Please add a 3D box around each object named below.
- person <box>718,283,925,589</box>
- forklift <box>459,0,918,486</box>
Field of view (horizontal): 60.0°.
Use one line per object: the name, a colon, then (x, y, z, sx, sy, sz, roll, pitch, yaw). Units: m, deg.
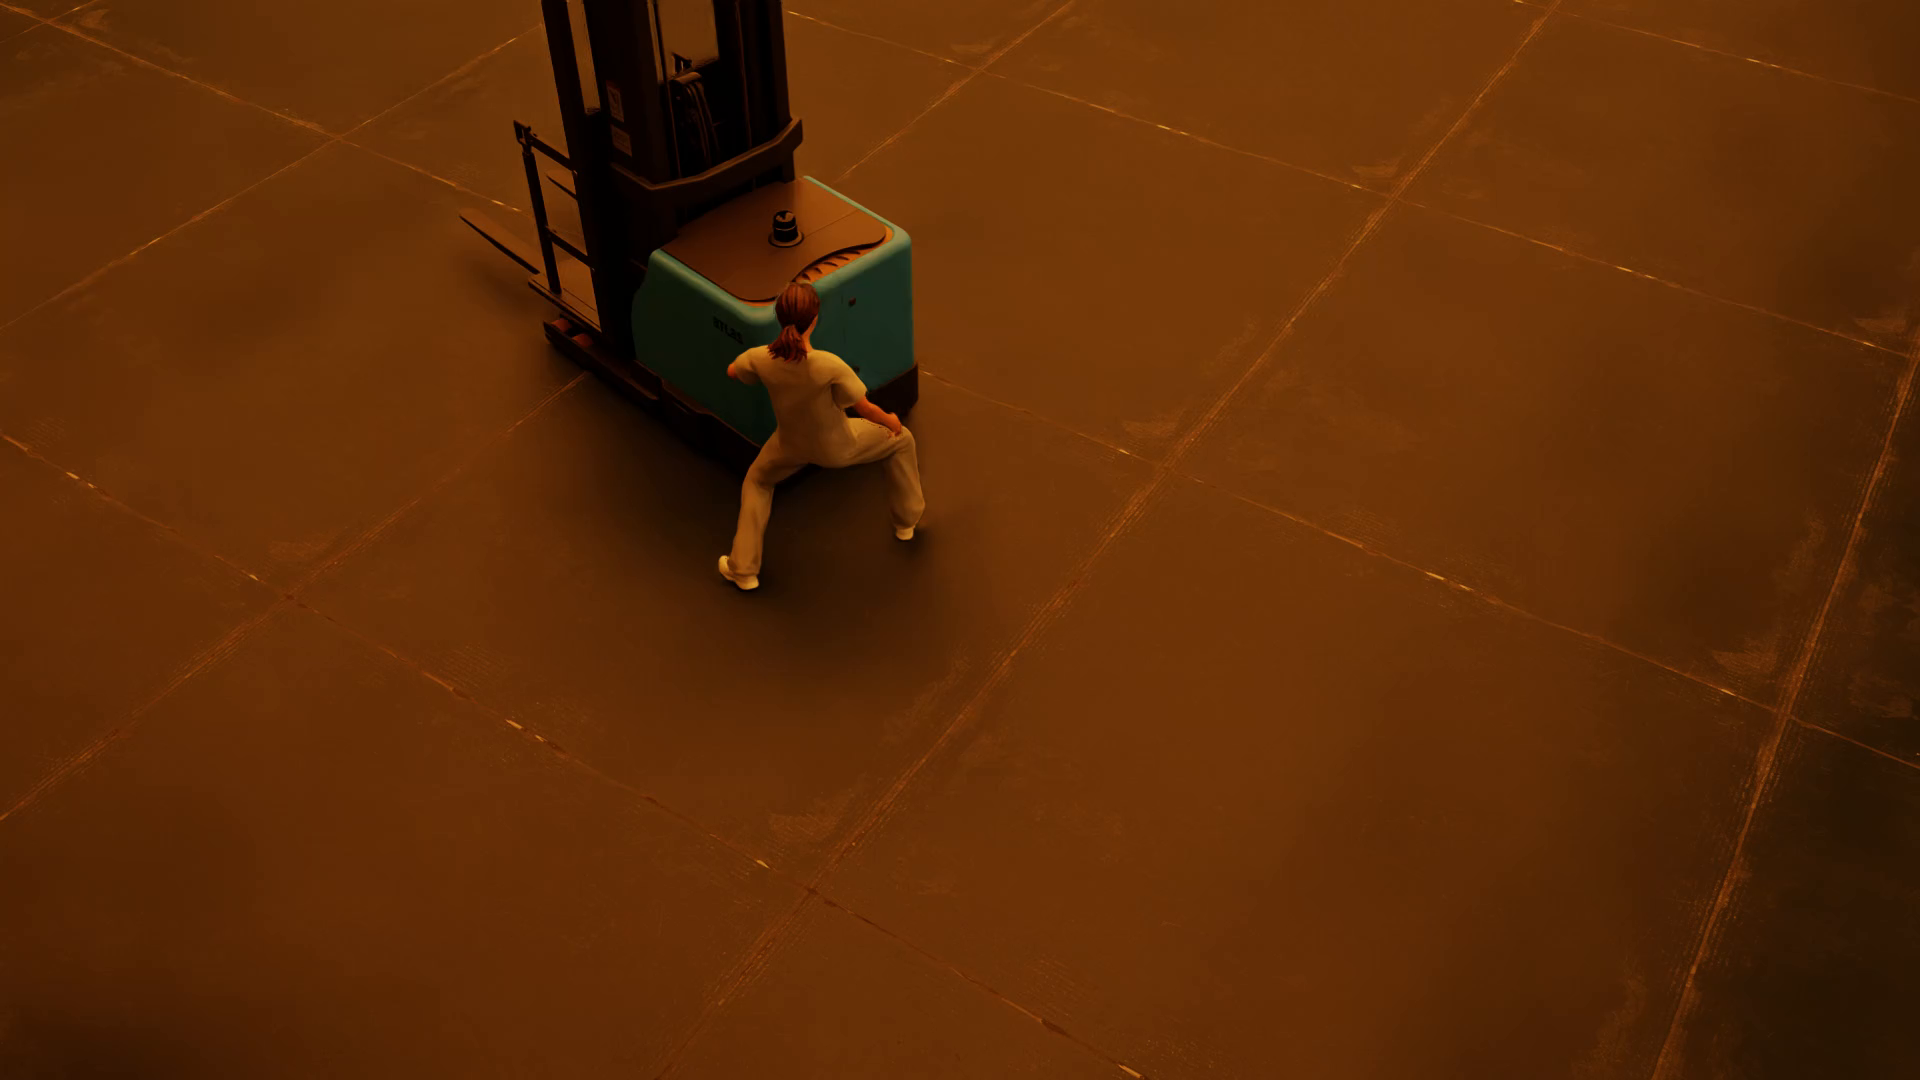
person: (-0.667, -0.508, 7.431, 0.900, 1.554, 0.795, 12, 45, 12)
forklift: (-1.613, -2.236, 8.207, 1.130, 2.935, 3.031, -34, 53, -31)
